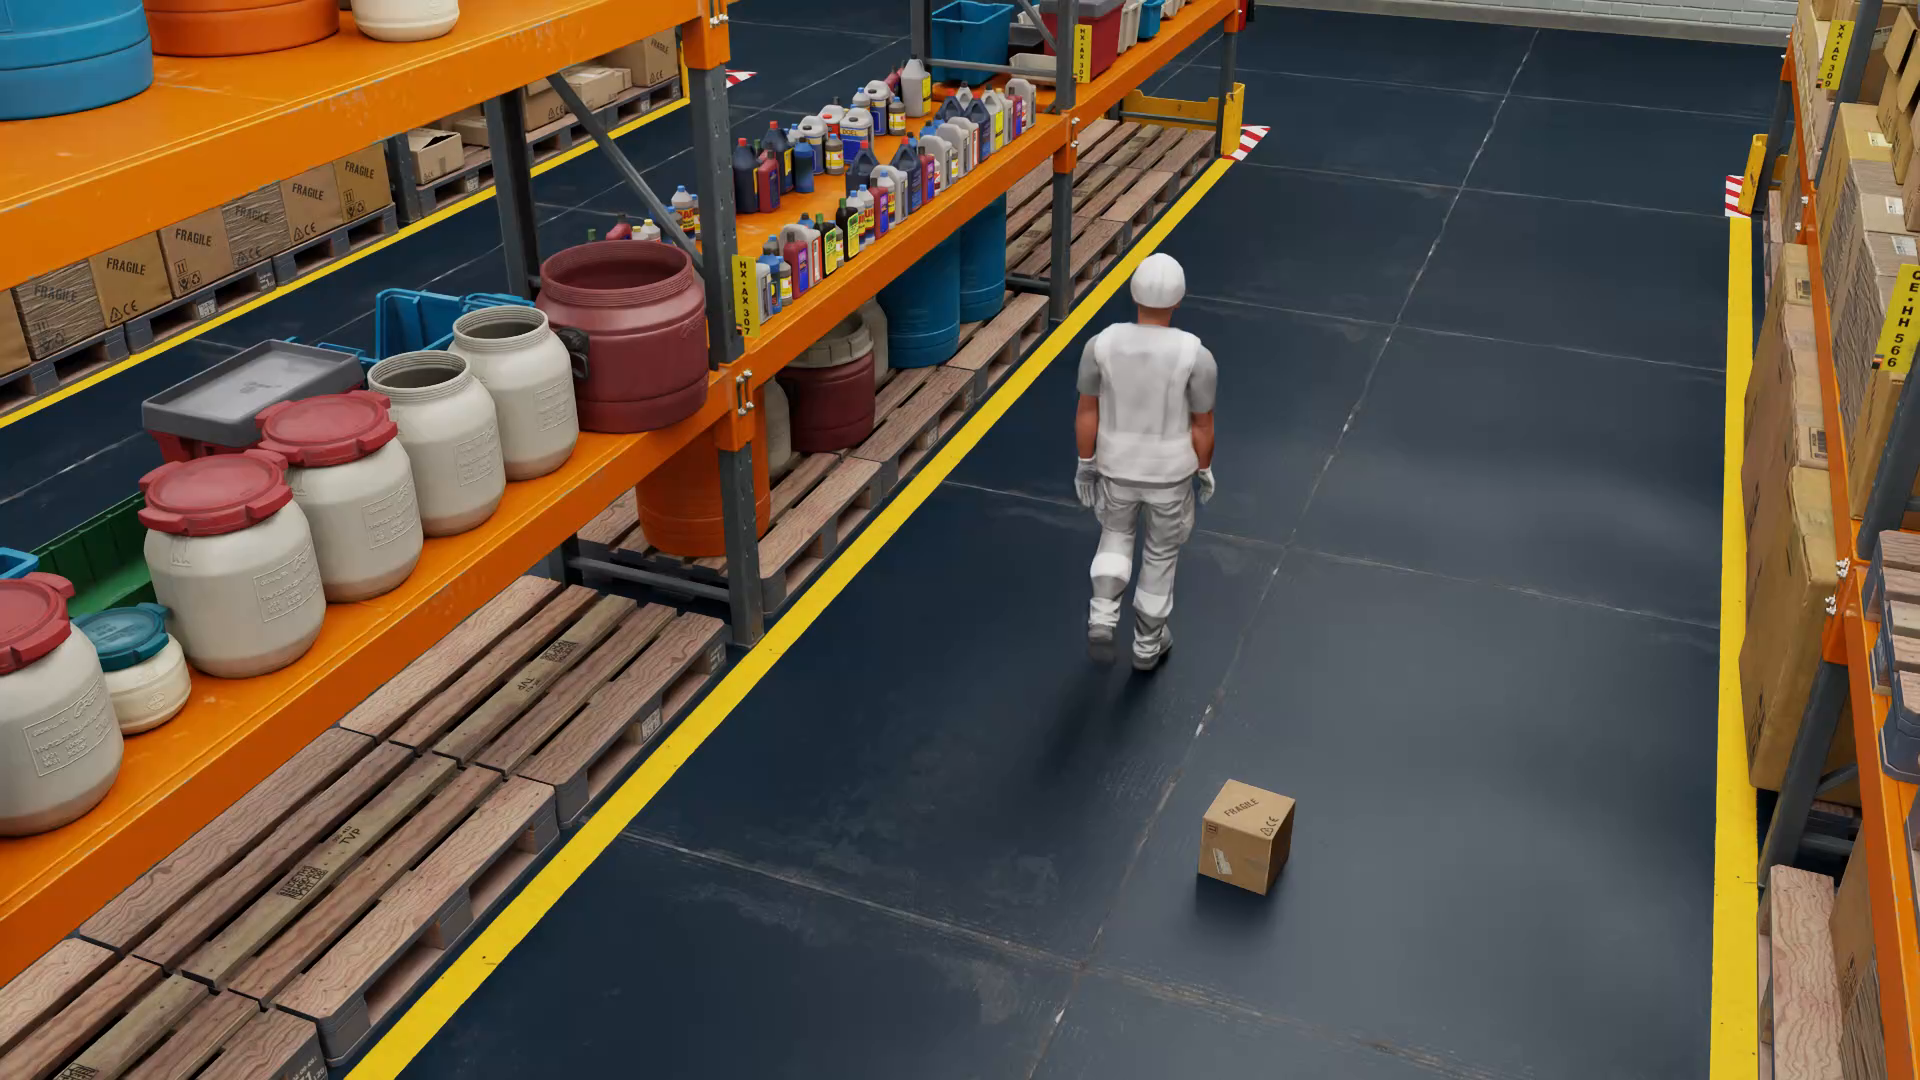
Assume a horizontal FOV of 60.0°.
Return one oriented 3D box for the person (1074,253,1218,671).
[{"bbox_3d":[0.715,-0.268,6.528,0.544,1.780,0.513,10,31,17],"label":"person"}]
